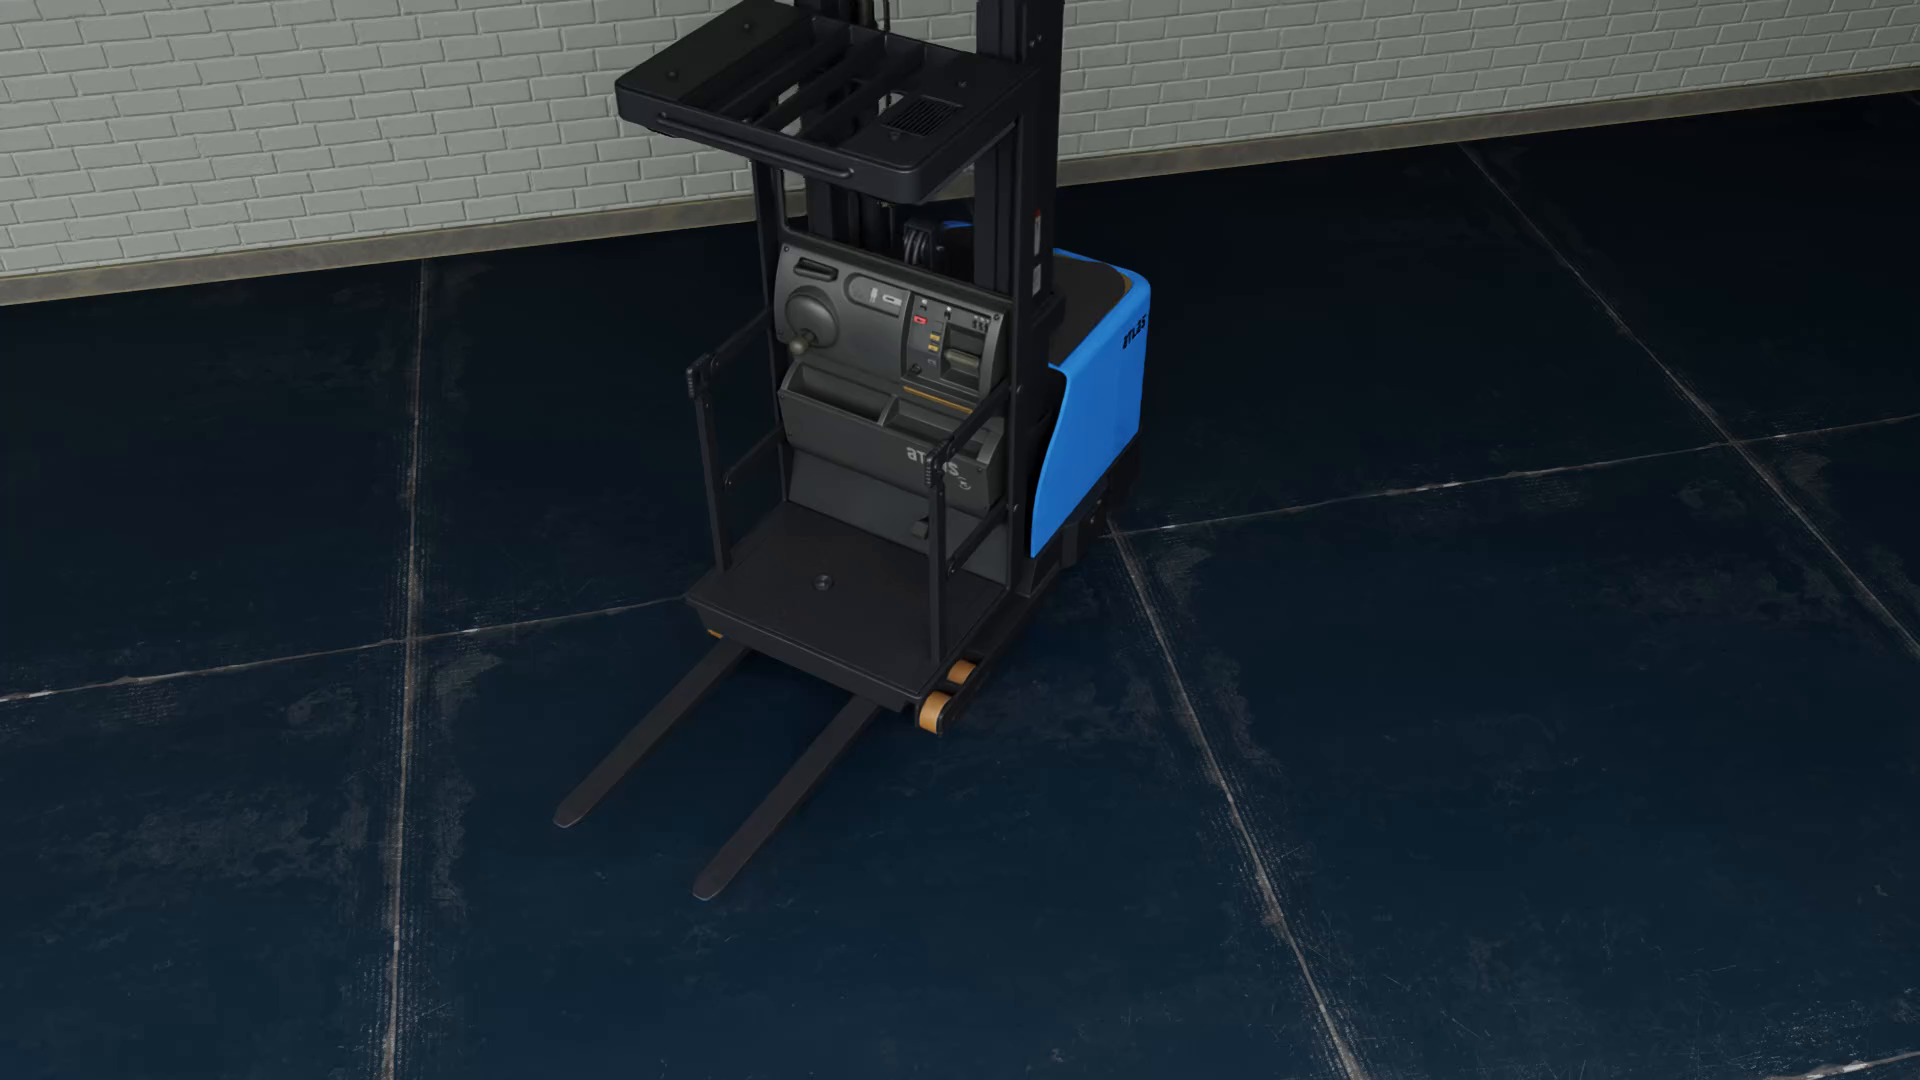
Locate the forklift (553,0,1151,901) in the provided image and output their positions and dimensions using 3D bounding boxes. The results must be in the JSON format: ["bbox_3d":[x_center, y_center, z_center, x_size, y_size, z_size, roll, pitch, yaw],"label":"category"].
[{"bbox_3d":[-0.372,-0.702,5.832,1.130,2.935,3.031,21,46,22],"label":"forklift"}]
